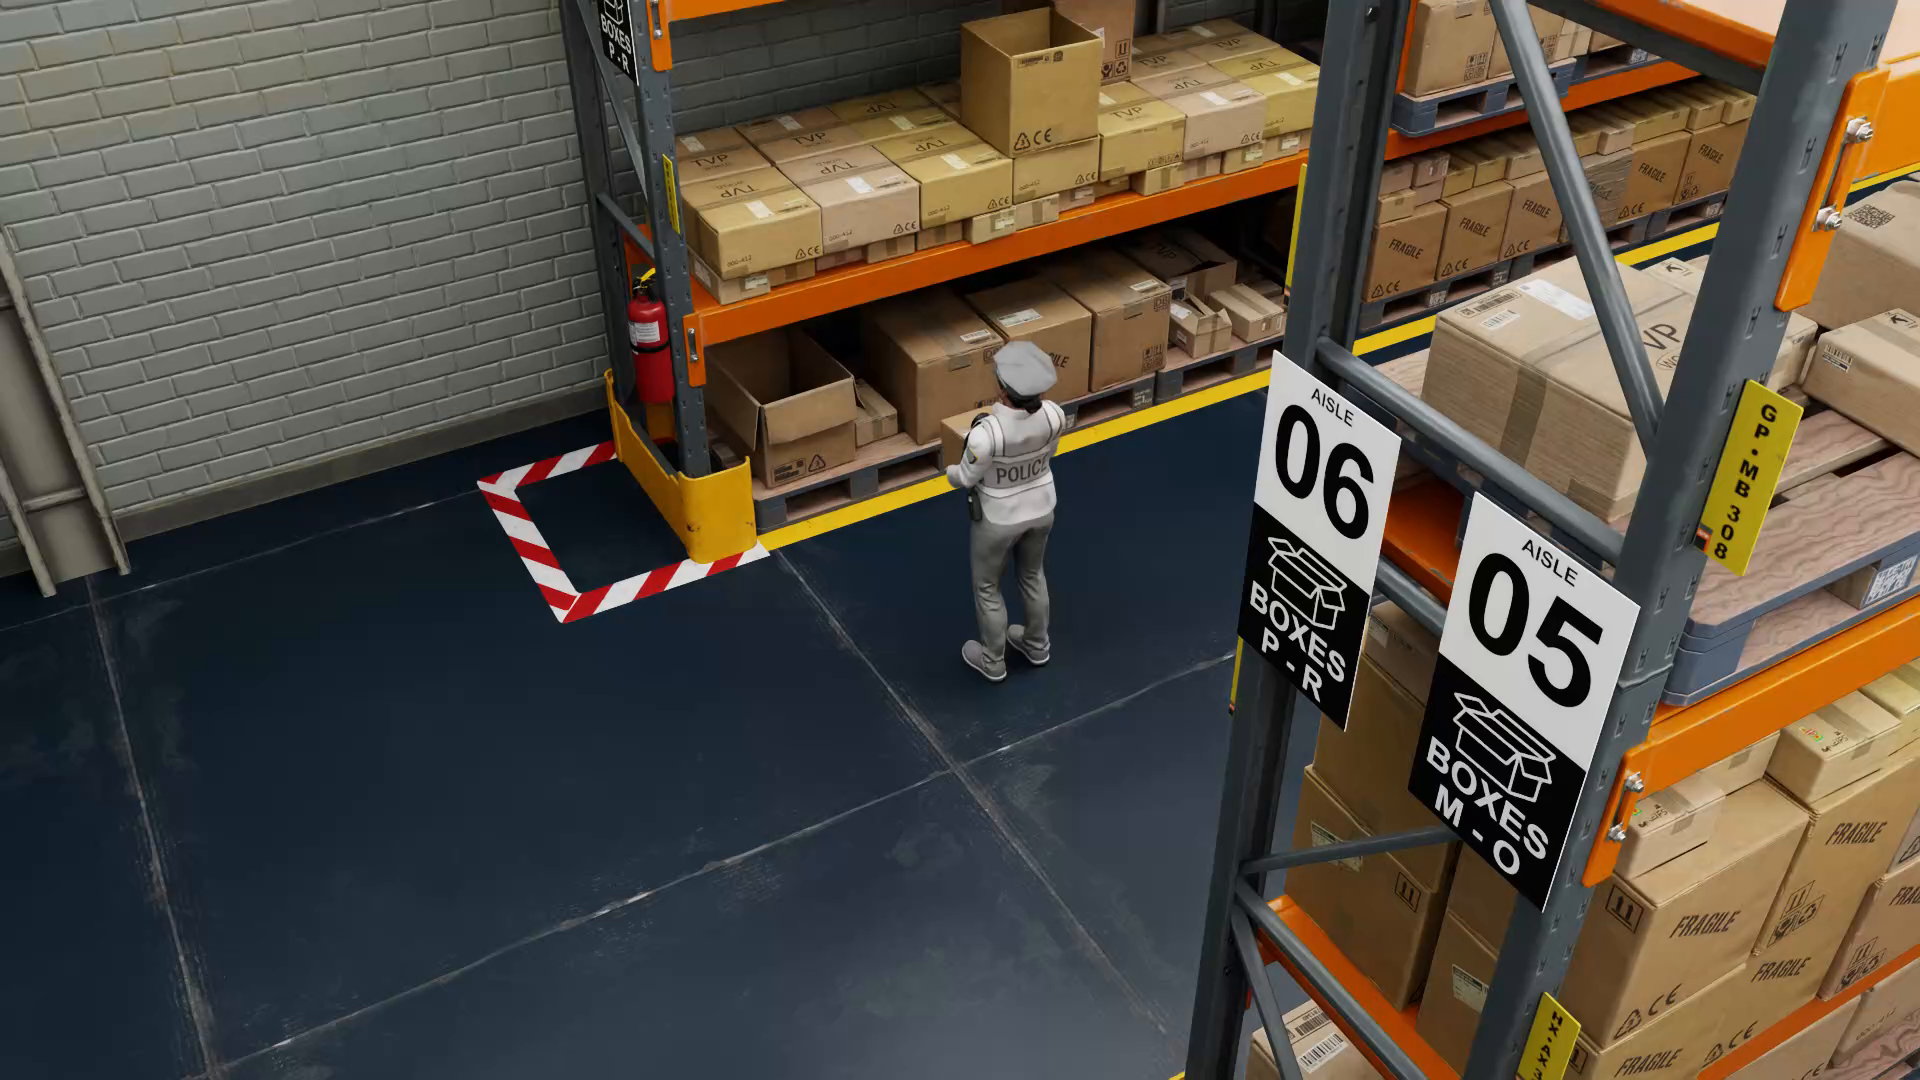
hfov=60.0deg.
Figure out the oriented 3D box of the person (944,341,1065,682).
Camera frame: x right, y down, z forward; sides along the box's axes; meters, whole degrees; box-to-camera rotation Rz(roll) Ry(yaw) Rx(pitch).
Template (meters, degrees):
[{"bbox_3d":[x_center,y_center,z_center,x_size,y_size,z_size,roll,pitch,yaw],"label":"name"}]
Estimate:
[{"bbox_3d":[0.189,-0.152,7.107,0.454,1.686,0.556,-19,41,-23],"label":"person"}]
